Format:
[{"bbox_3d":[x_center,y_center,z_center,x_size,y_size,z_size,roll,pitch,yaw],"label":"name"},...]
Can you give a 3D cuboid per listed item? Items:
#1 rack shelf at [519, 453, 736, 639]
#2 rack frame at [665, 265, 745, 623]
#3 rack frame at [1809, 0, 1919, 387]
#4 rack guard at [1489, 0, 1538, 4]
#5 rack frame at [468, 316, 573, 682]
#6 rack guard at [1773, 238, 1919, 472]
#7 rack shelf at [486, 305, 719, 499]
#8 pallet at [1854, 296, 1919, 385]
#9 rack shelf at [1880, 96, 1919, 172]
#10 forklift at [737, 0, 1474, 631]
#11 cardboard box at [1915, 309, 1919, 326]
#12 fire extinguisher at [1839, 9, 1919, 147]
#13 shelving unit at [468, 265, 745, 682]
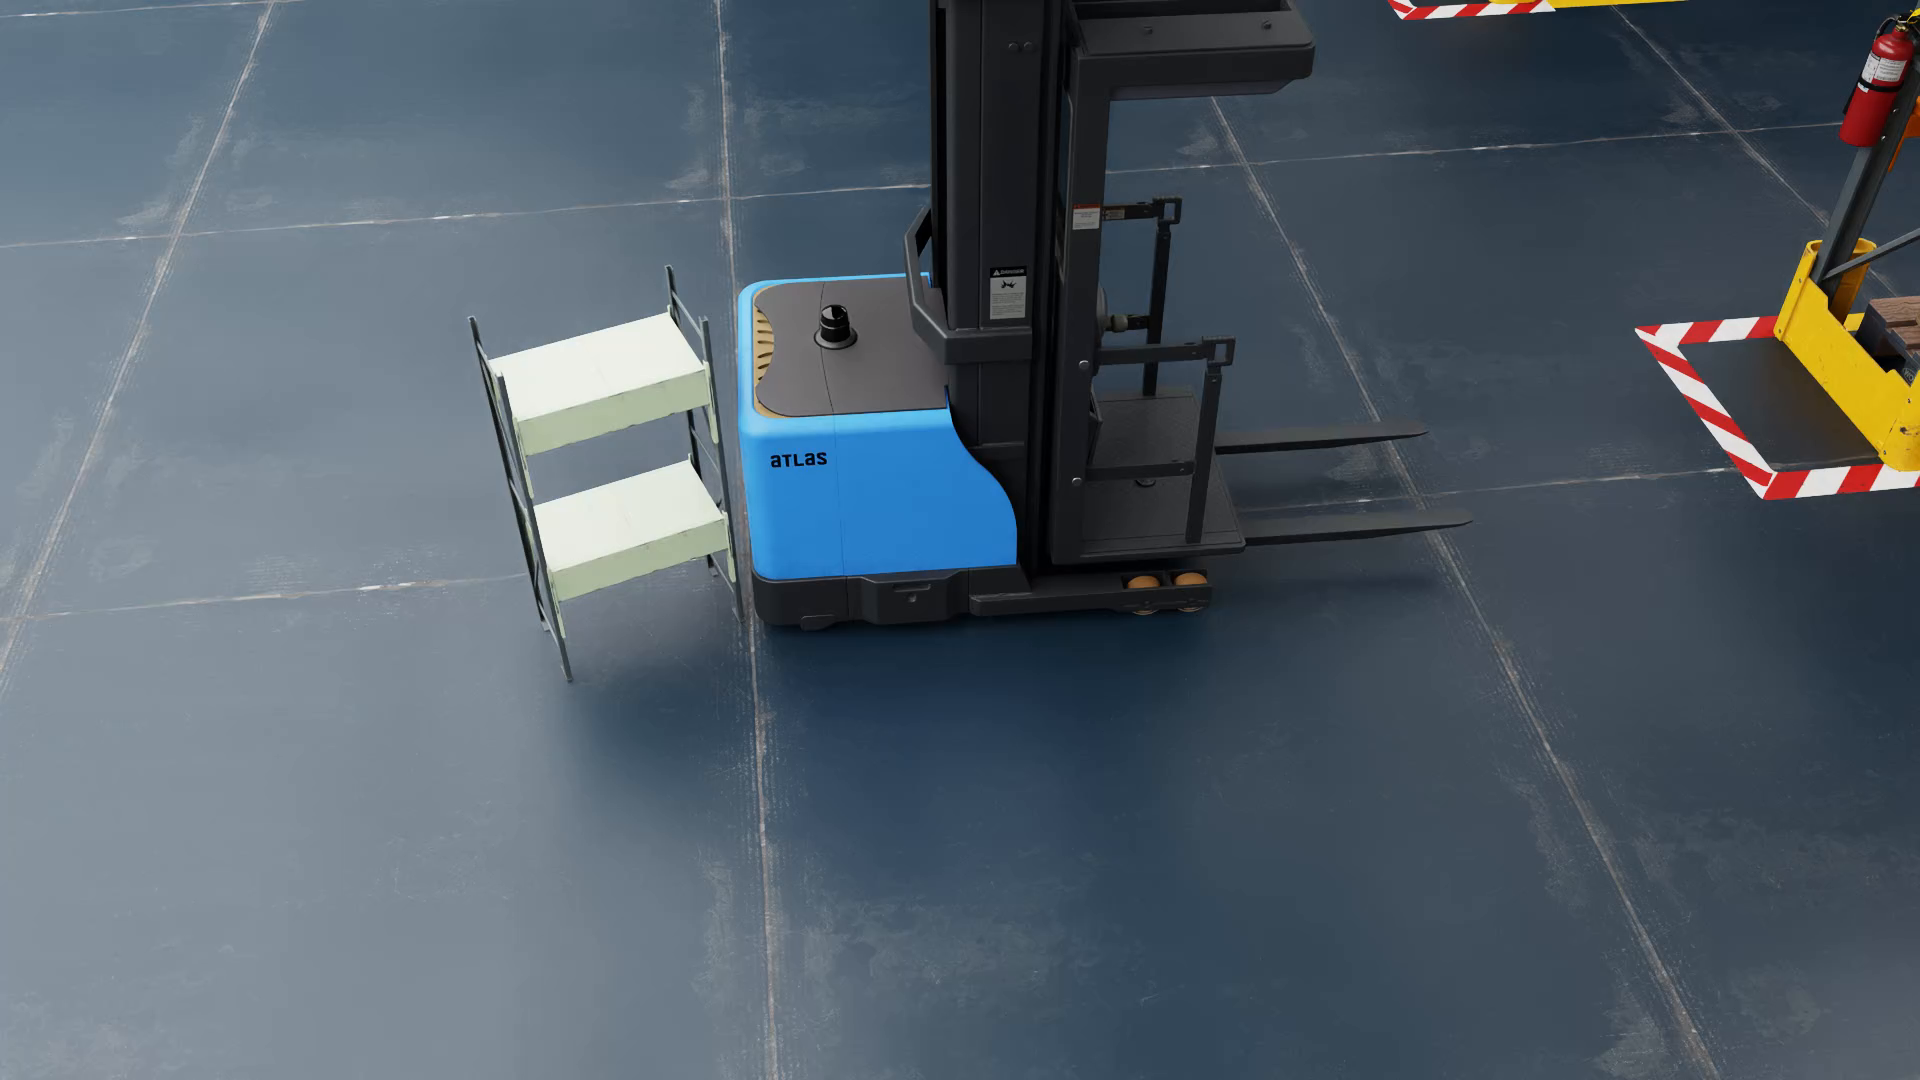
[{"bbox_3d":[-1.317,0.016,6.599,0.720,0.370,0.431,-19,45,-19],"label":"rack shelf"},{"bbox_3d":[-0.990,-0.336,6.503,0.023,1.500,0.400,-19,45,-19],"label":"rack frame"},{"bbox_3d":[4.279,-1.817,7.025,0.127,3.000,1.000,-5,42,-6],"label":"rack frame"},{"bbox_3d":[3.706,-4.216,11.551,0.348,0.500,1.175,-5,42,-6],"label":"rack guard"},{"bbox_3d":[-1.644,-0.116,6.259,0.023,1.500,0.400,-19,45,-19],"label":"rack frame"},{"bbox_3d":[4.354,-0.896,7.870,0.348,0.500,1.175,-5,42,-6],"label":"rack guard"},{"bbox_3d":[-1.317,-0.516,6.119,0.720,0.370,0.431,-19,45,-19],"label":"rack shelf"},{"bbox_3d":[5.164,-0.836,8.019,1.213,0.211,1.003,-5,42,-6],"label":"pallet"},{"bbox_3d":[6.262,-1.724,7.459,4.000,0.370,1.077,-5,42,-6],"label":"rack shelf"},{"bbox_3d":[0.628,-1.129,6.314,3.031,2.935,1.130,-4,42,-4],"label":"forklift"},{"bbox_3d":[4.900,-1.088,7.770,0.500,0.500,0.500,2,42,2],"label":"cardboard box"},{"bbox_3d":[4.106,-2.085,7.380,0.183,0.674,0.296,-5,42,-6],"label":"fire extinguisher"},{"bbox_3d":[-1.317,-0.226,6.381,0.755,1.500,0.431,-19,45,-19],"label":"shelving unit"}]
